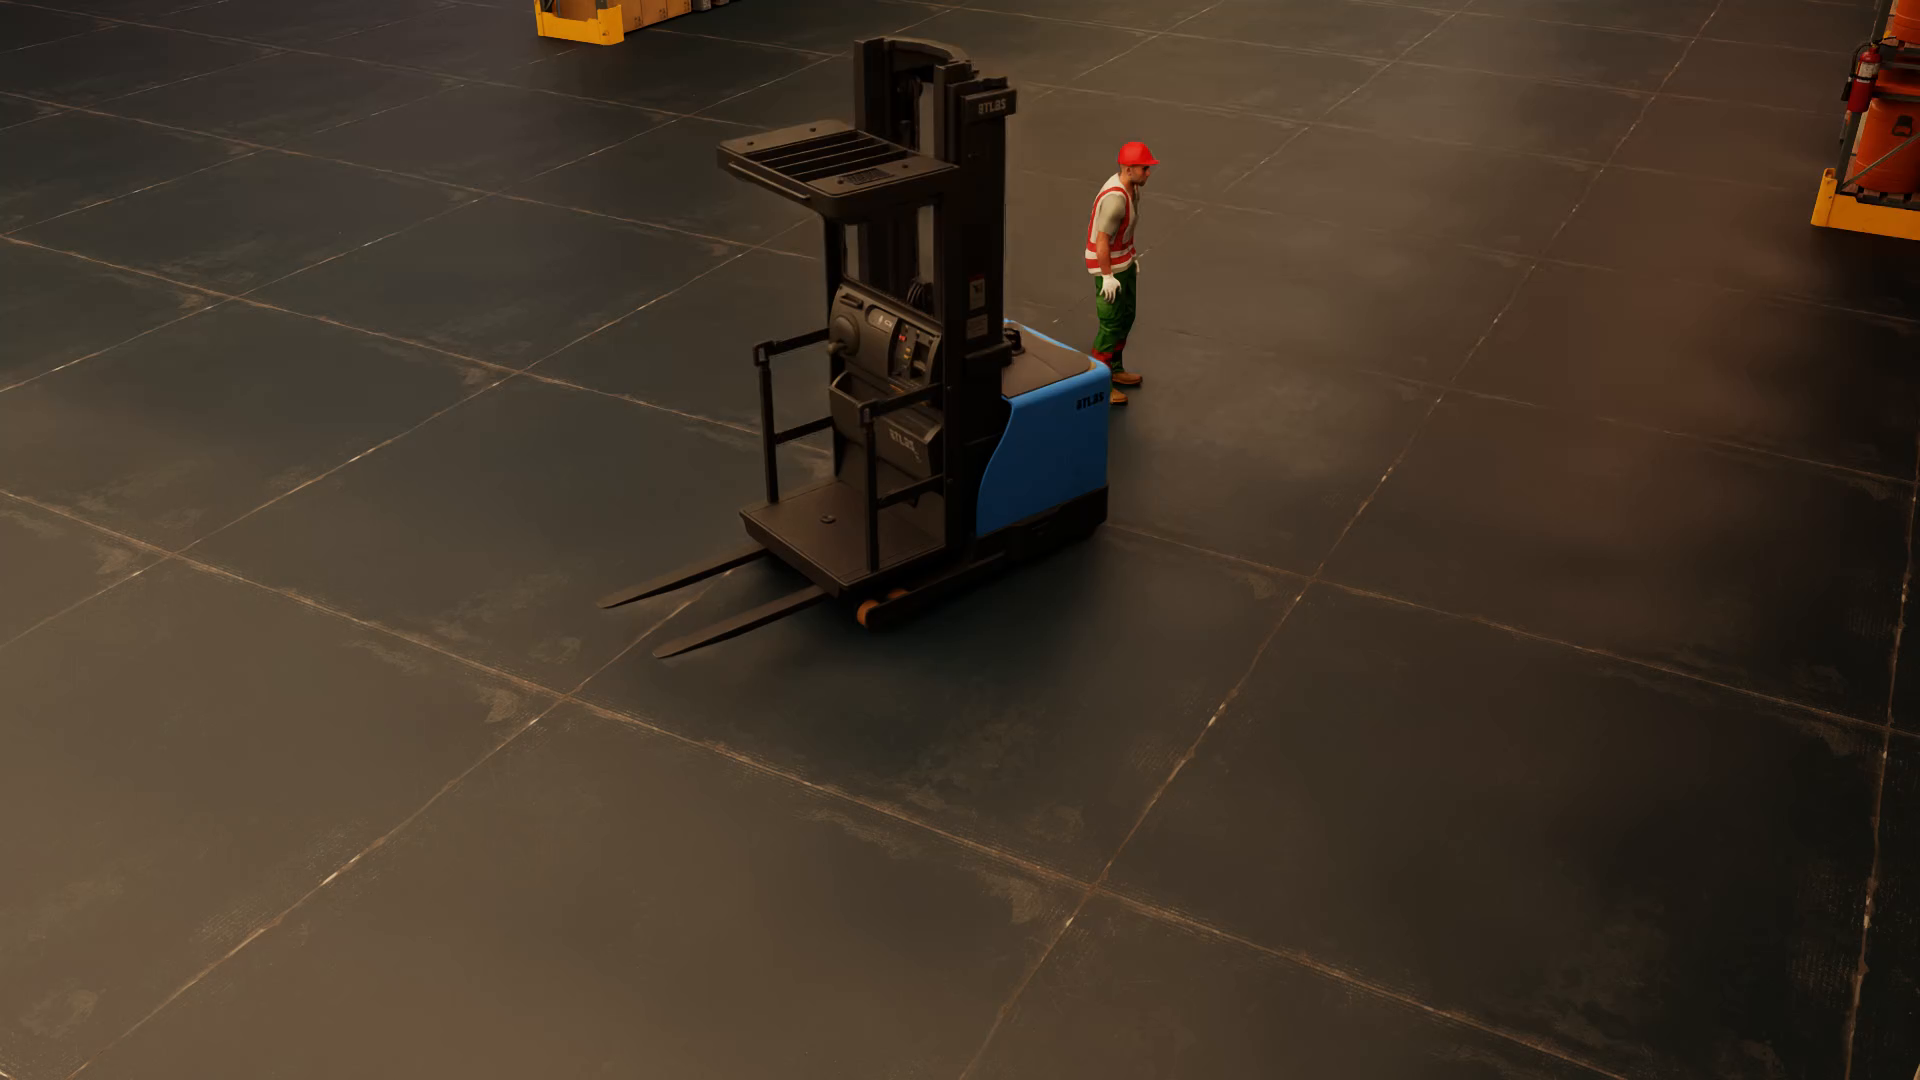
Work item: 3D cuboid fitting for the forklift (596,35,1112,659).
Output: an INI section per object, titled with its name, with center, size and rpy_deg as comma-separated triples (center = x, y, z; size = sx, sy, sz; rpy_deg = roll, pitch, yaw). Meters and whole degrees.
[forklift]
center = -0.573, -1.073, 8.931
size = 3.031, 2.935, 1.130
rpy_deg = -22, 36, -33

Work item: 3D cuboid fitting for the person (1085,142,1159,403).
[person]
center = 1.099, -1.863, 11.456
size = 0.451, 1.777, 0.610
rpy_deg = 12, 32, 19
